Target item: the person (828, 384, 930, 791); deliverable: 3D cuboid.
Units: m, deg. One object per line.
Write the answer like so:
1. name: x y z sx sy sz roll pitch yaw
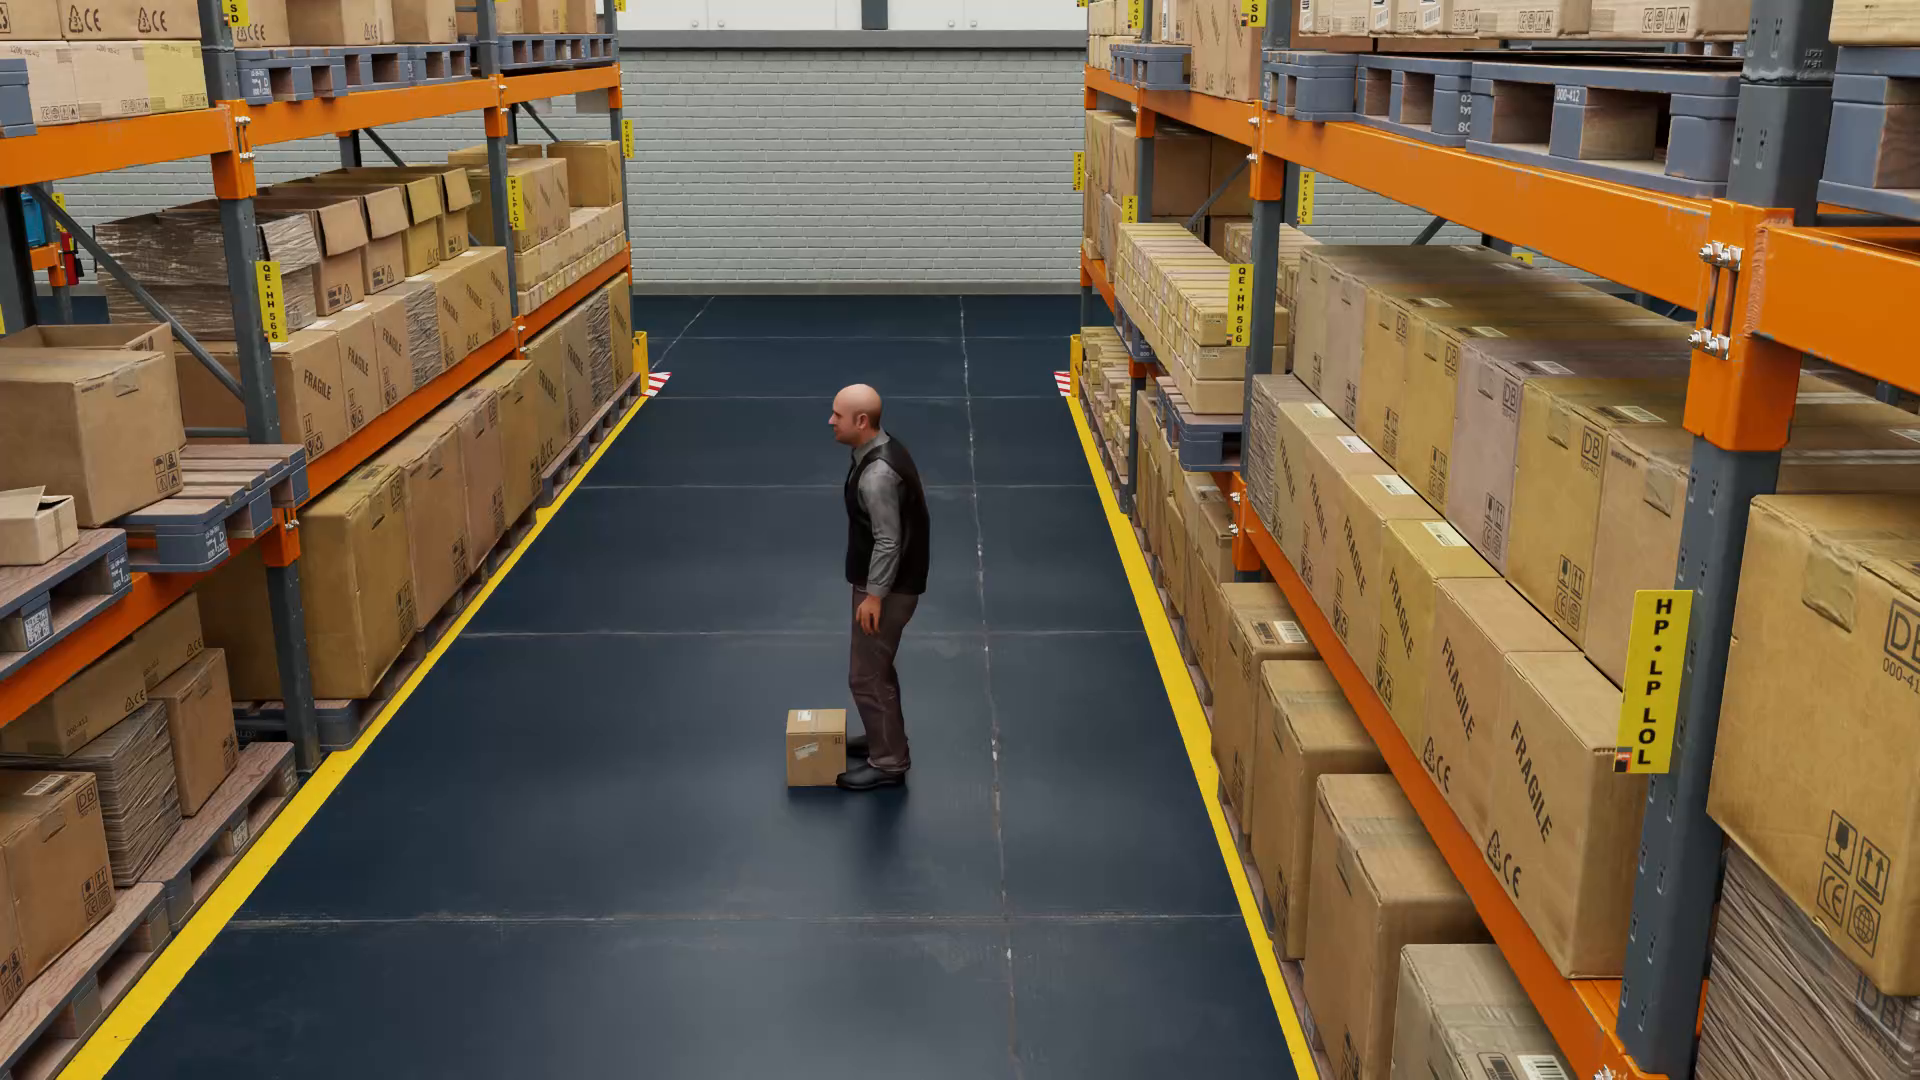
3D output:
1. person: -0.332 0.189 6.965 0.414 1.721 0.594 -1 17 -4
